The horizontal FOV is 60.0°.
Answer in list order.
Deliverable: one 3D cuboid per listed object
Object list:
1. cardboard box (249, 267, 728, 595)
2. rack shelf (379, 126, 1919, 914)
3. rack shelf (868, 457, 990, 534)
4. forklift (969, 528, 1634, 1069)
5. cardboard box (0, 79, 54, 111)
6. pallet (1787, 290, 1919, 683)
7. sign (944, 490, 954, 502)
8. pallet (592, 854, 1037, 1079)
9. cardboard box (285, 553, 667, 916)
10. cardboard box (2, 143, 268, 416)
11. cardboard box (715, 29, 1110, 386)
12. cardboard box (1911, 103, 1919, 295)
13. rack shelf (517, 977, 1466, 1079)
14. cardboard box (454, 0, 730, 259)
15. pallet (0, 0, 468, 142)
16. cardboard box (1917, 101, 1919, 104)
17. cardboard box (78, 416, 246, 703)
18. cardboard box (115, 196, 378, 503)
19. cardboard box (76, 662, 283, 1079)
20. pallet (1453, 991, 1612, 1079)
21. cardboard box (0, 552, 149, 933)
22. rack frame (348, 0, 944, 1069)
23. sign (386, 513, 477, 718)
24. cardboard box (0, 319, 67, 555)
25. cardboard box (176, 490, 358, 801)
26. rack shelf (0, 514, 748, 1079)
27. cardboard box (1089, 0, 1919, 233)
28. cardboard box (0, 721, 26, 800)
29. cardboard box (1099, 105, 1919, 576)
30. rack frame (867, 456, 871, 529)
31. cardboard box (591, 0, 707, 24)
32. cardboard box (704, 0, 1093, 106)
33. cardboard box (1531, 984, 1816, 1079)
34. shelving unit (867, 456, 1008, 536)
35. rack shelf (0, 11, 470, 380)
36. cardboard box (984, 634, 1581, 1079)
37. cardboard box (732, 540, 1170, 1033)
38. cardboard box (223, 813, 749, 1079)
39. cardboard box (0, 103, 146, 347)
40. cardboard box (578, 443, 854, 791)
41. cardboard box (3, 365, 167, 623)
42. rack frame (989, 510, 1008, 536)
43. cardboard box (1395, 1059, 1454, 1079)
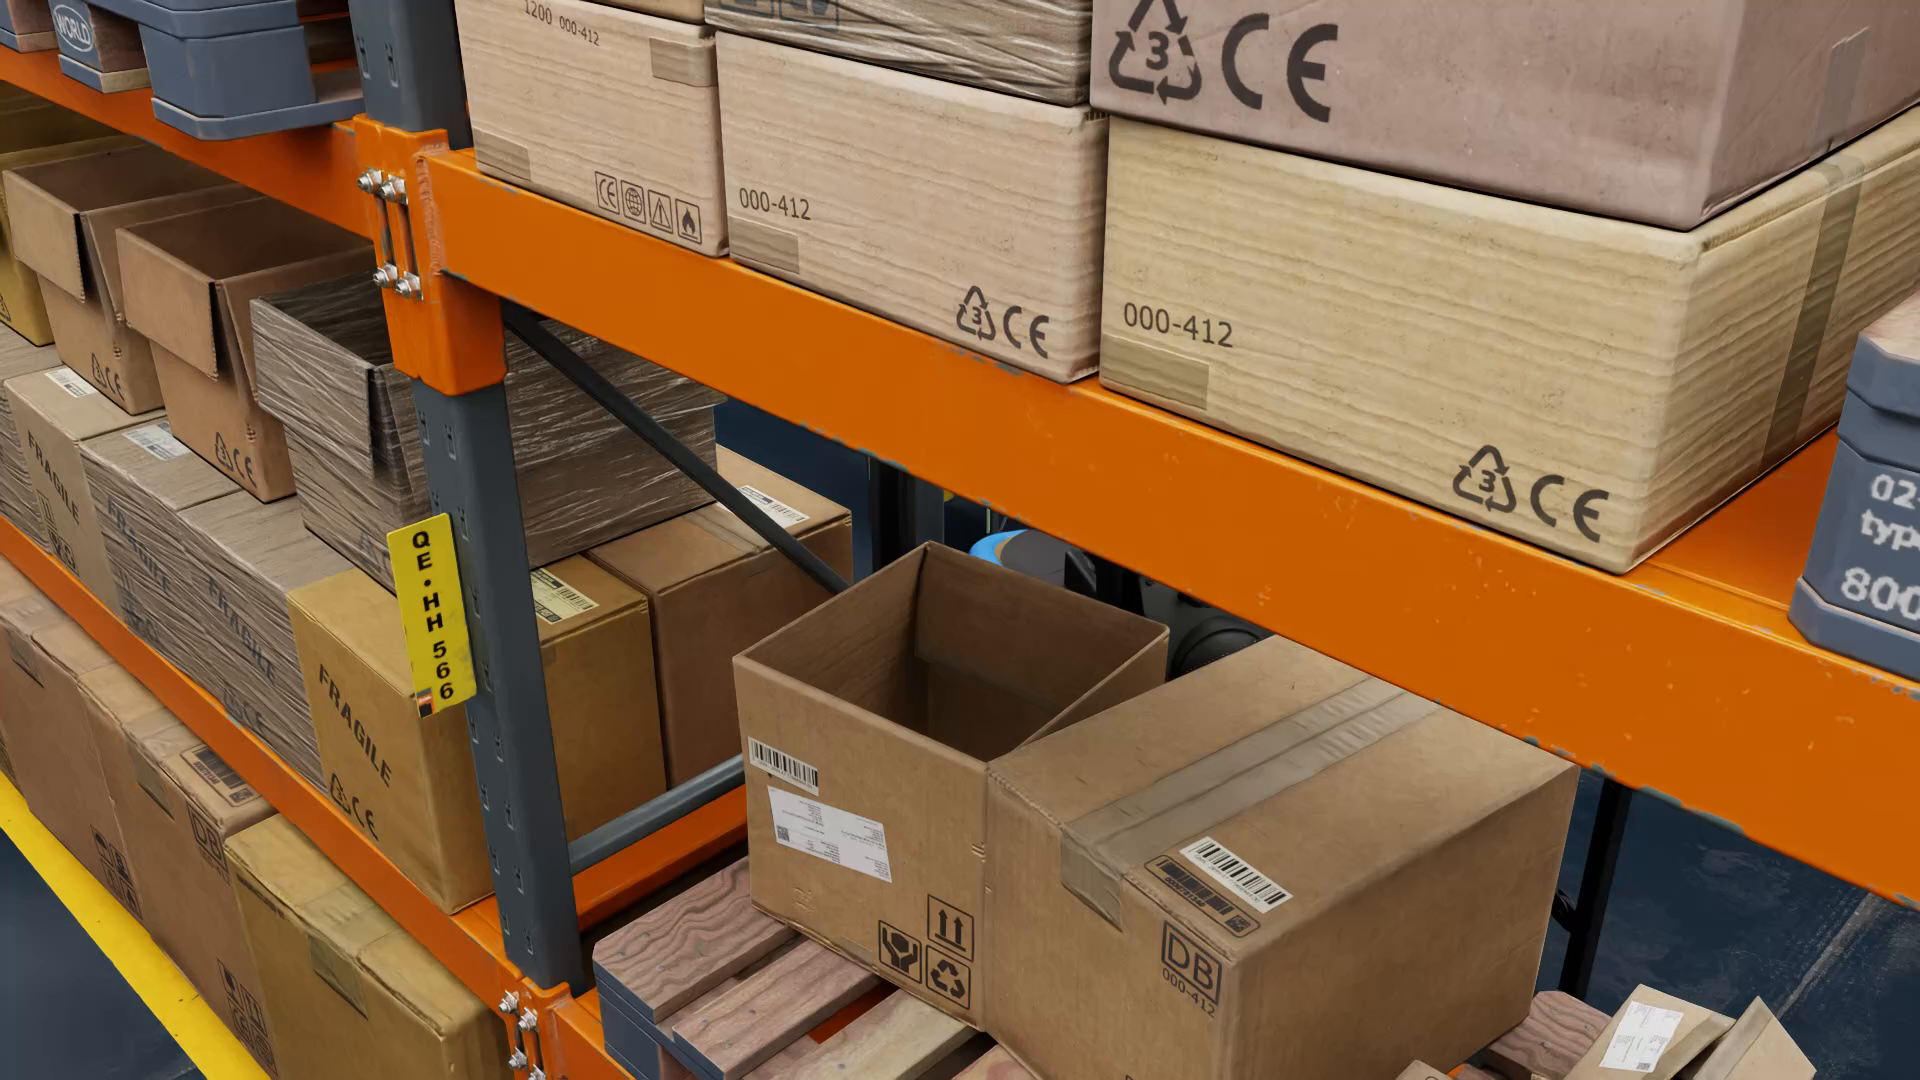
[{"bbox_3d":[-0.932,-0.286,3.385,0.797,0.503,0.637,-24,36,-38],"label":"cardboard box"},{"bbox_3d":[1.004,0.090,1.406,4.000,0.370,1.077,25,36,38],"label":"rack shelf"},{"bbox_3d":[0.005,-0.373,7.049,0.720,0.370,0.431,25,36,38],"label":"rack shelf"},{"bbox_3d":[0.912,0.234,3.656,1.130,2.935,3.031,-8,29,-14],"label":"forklift"},{"bbox_3d":[-2.813,-1.141,5.012,0.637,0.503,0.797,23,36,37],"label":"cardboard box"},{"bbox_3d":[1.323,-0.067,1.133,1.003,0.211,1.213,25,36,38],"label":"pallet"},{"bbox_3d":[-0.049,-0.214,3.275,0.005,0.325,0.100,25,36,38],"label":"sign"},{"bbox_3d":[0.160,0.728,2.848,1.003,0.211,1.213,25,36,38],"label":"pallet"},{"bbox_3d":[-0.948,0.323,3.305,0.500,0.500,0.500,-24,36,-38],"label":"cardboard box"},{"bbox_3d":[-1.878,-0.716,4.203,0.797,0.503,0.637,-24,36,-38],"label":"cardboard box"},{"bbox_3d":[0.100,-0.409,1.744,0.500,0.250,0.500,-24,36,-38],"label":"cardboard box"},{"bbox_3d":[0.808,-0.419,1.762,0.500,0.250,0.500,-24,36,-38],"label":"cardboard box"},{"bbox_3d":[1.004,1.417,2.104,4.000,0.370,1.077,25,36,38],"label":"rack shelf"},{"bbox_3d":[-0.266,-0.577,2.063,0.500,0.250,0.500,-25,36,-38],"label":"cardboard box"},{"bbox_3d":[-0.919,-0.990,2.890,1.213,0.211,1.003,-23,36,-37],"label":"pallet"},{"bbox_3d":[0.809,-0.744,1.574,0.500,0.500,0.500,-25,36,-38],"label":"cardboard box"},{"bbox_3d":[-1.672,-0.010,3.938,0.500,0.500,0.500,23,36,37],"label":"cardboard box"},{"bbox_3d":[-1.395,-0.499,3.791,0.797,0.503,0.637,-24,36,-38],"label":"cardboard box"},{"bbox_3d":[-1.530,0.675,4.574,0.875,0.875,1.225,25,36,39],"label":"cardboard box"},{"bbox_3d":[1.018,1.164,2.020,1.213,0.211,1.003,25,36,38],"label":"pallet"},{"bbox_3d":[-2.167,0.389,5.119,0.875,0.875,1.225,23,36,37],"label":"cardboard box"},{"bbox_3d":[-0.420,0.445,3.180,0.053,2.616,0.949,25,36,38],"label":"rack frame"},{"bbox_3d":[-0.809,0.119,2.556,0.005,0.325,0.100,25,36,38],"label":"sign"},{"bbox_3d":[-2.406,-0.343,4.572,0.500,0.500,0.500,24,36,37],"label":"cardboard box"},{"bbox_3d":[-1.299,0.159,3.618,0.500,0.500,0.500,24,36,38],"label":"cardboard box"},{"bbox_3d":[-1.849,0.112,4.587,4.000,0.370,1.077,25,36,38],"label":"rack shelf"},{"bbox_3d":[0.455,-0.580,1.262,0.500,0.500,0.500,23,36,37],"label":"cardboard box"},{"bbox_3d":[-2.804,0.098,5.672,0.875,0.875,1.225,25,36,39],"label":"cardboard box"},{"bbox_3d":[0.473,-0.245,1.431,0.500,0.250,0.500,-24,36,-38],"label":"cardboard box"},{"bbox_3d":[-0.256,-0.781,7.124,0.023,1.500,0.400,25,36,38],"label":"rack frame"},{"bbox_3d":[-0.268,-0.908,1.886,0.500,0.500,0.500,-25,37,-39],"label":"cardboard box"},{"bbox_3d":[0.091,-0.741,1.569,0.500,0.500,0.500,25,37,39],"label":"cardboard box"},{"bbox_3d":[0.956,0.774,2.247,0.258,0.266,0.396,23,36,37],"label":"cardboard box"},{"bbox_3d":[0.005,-0.662,6.897,0.755,1.500,0.431,25,36,38],"label":"shelving unit"},{"bbox_3d":[-1.849,-1.215,3.888,4.000,0.370,1.077,25,36,38],"label":"rack shelf"},{"bbox_3d":[0.459,0.528,2.464,0.700,0.500,0.500,-19,33,-32],"label":"cardboard box"},{"bbox_3d":[-0.009,0.379,2.747,0.500,0.500,0.500,20,33,33],"label":"cardboard box"},{"bbox_3d":[-0.900,0.969,4.016,0.875,0.875,1.225,23,35,36],"label":"cardboard box"},{"bbox_3d":[-2.332,-0.914,4.579,0.797,0.503,0.637,-25,37,-39],"label":"cardboard box"},{"bbox_3d":[-0.578,0.153,3.628,0.500,0.500,0.500,-24,36,-38],"label":"cardboard box"},{"bbox_3d":[-2.034,-0.176,4.254,0.500,0.500,0.500,-24,36,-38],"label":"cardboard box"},{"bbox_3d":[0.266,-0.542,6.670,0.023,1.500,0.400,25,36,38],"label":"rack frame"},{"bbox_3d":[0.611,0.950,1.930,0.500,0.250,0.500,23,36,37],"label":"cardboard box"}]
